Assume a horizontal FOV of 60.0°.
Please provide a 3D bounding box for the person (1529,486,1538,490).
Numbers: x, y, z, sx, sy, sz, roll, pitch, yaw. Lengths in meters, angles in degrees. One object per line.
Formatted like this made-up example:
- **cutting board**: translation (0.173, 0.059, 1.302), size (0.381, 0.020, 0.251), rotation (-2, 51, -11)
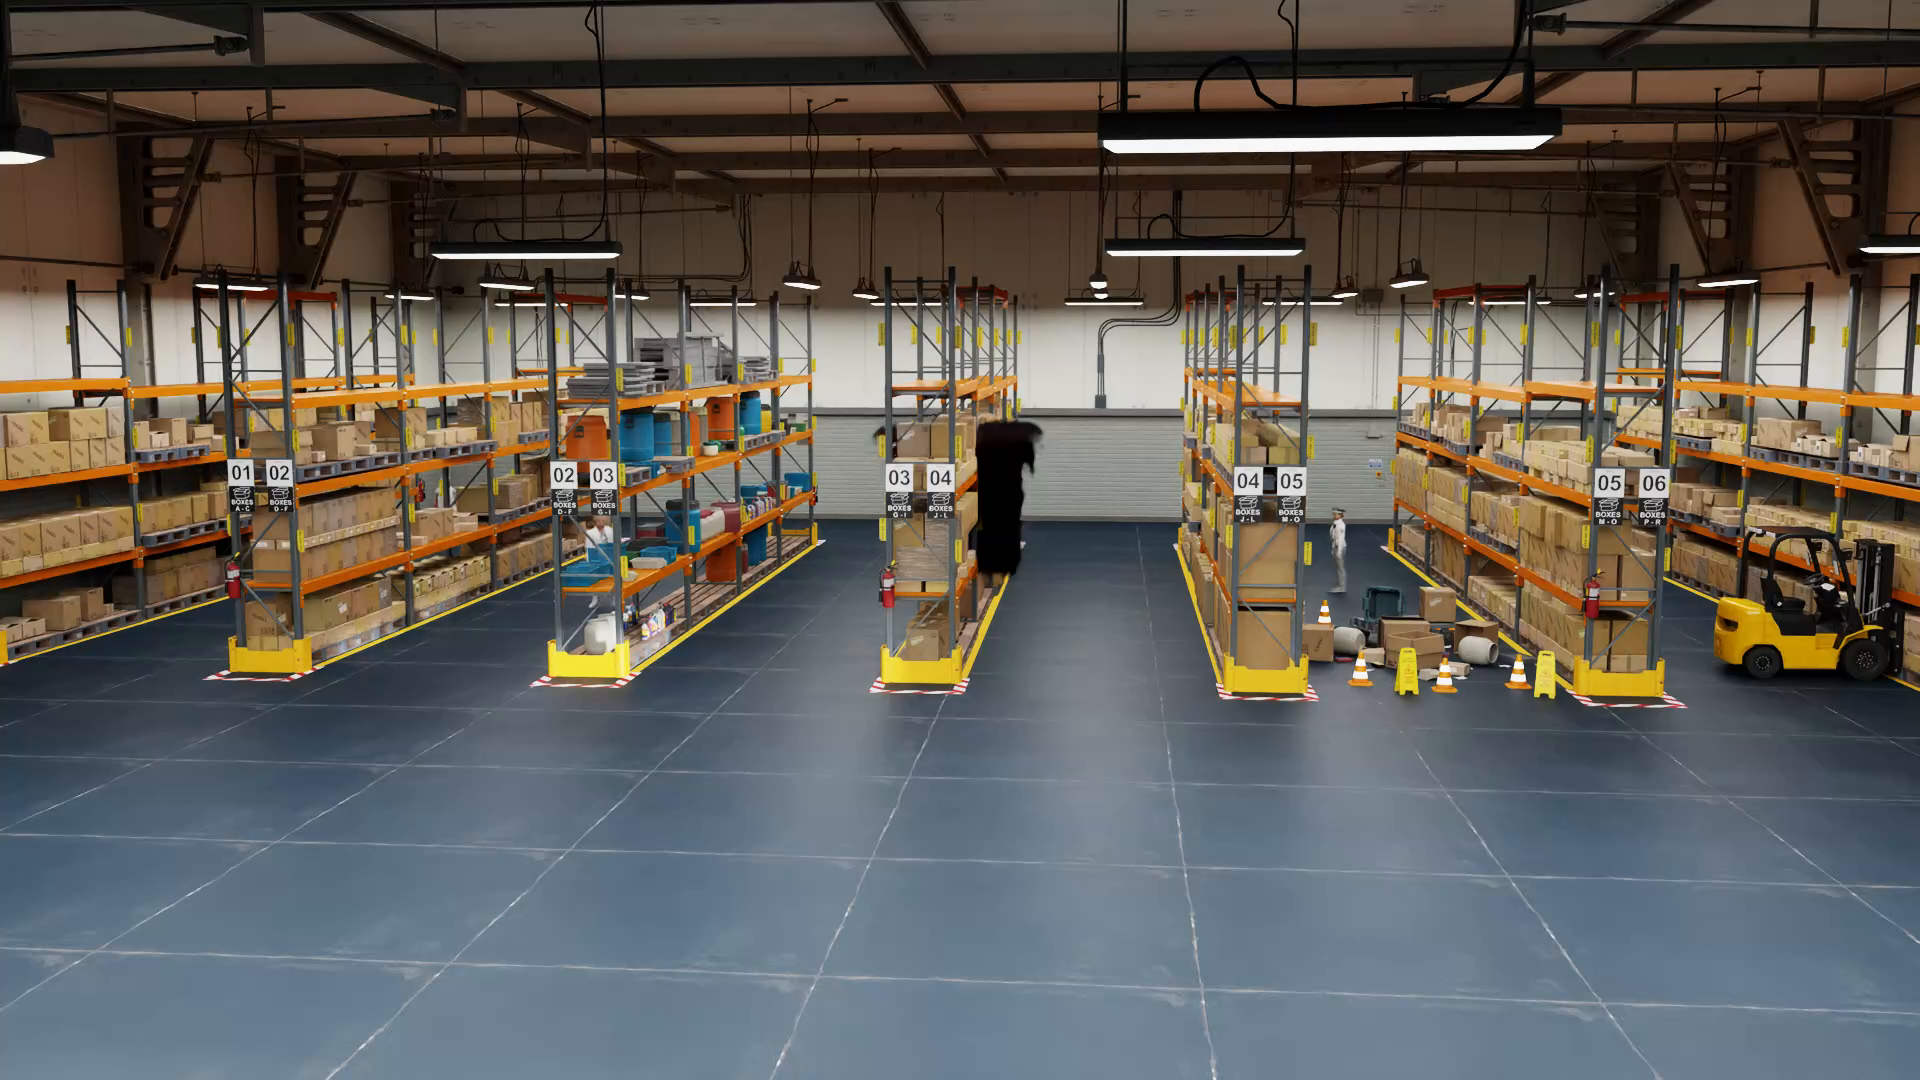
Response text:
- **person**: translation (13.954, -0.745, 40.543), size (0.845, 1.629, 0.464), rotation (0, 7, 0)

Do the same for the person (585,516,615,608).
- **person**: translation (-6.596, 0.465, 30.808), size (0.690, 1.811, 0.640), rotation (-2, 7, -20)

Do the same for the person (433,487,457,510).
- **person**: translation (-12.231, -0.637, 39.500), size (0.704, 1.698, 1.049), rotation (-1, 7, -5)

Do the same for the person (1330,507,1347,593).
- **person**: translation (7.452, 0.191, 32.783), size (0.348, 1.685, 0.525), rotation (2, 7, 14)
